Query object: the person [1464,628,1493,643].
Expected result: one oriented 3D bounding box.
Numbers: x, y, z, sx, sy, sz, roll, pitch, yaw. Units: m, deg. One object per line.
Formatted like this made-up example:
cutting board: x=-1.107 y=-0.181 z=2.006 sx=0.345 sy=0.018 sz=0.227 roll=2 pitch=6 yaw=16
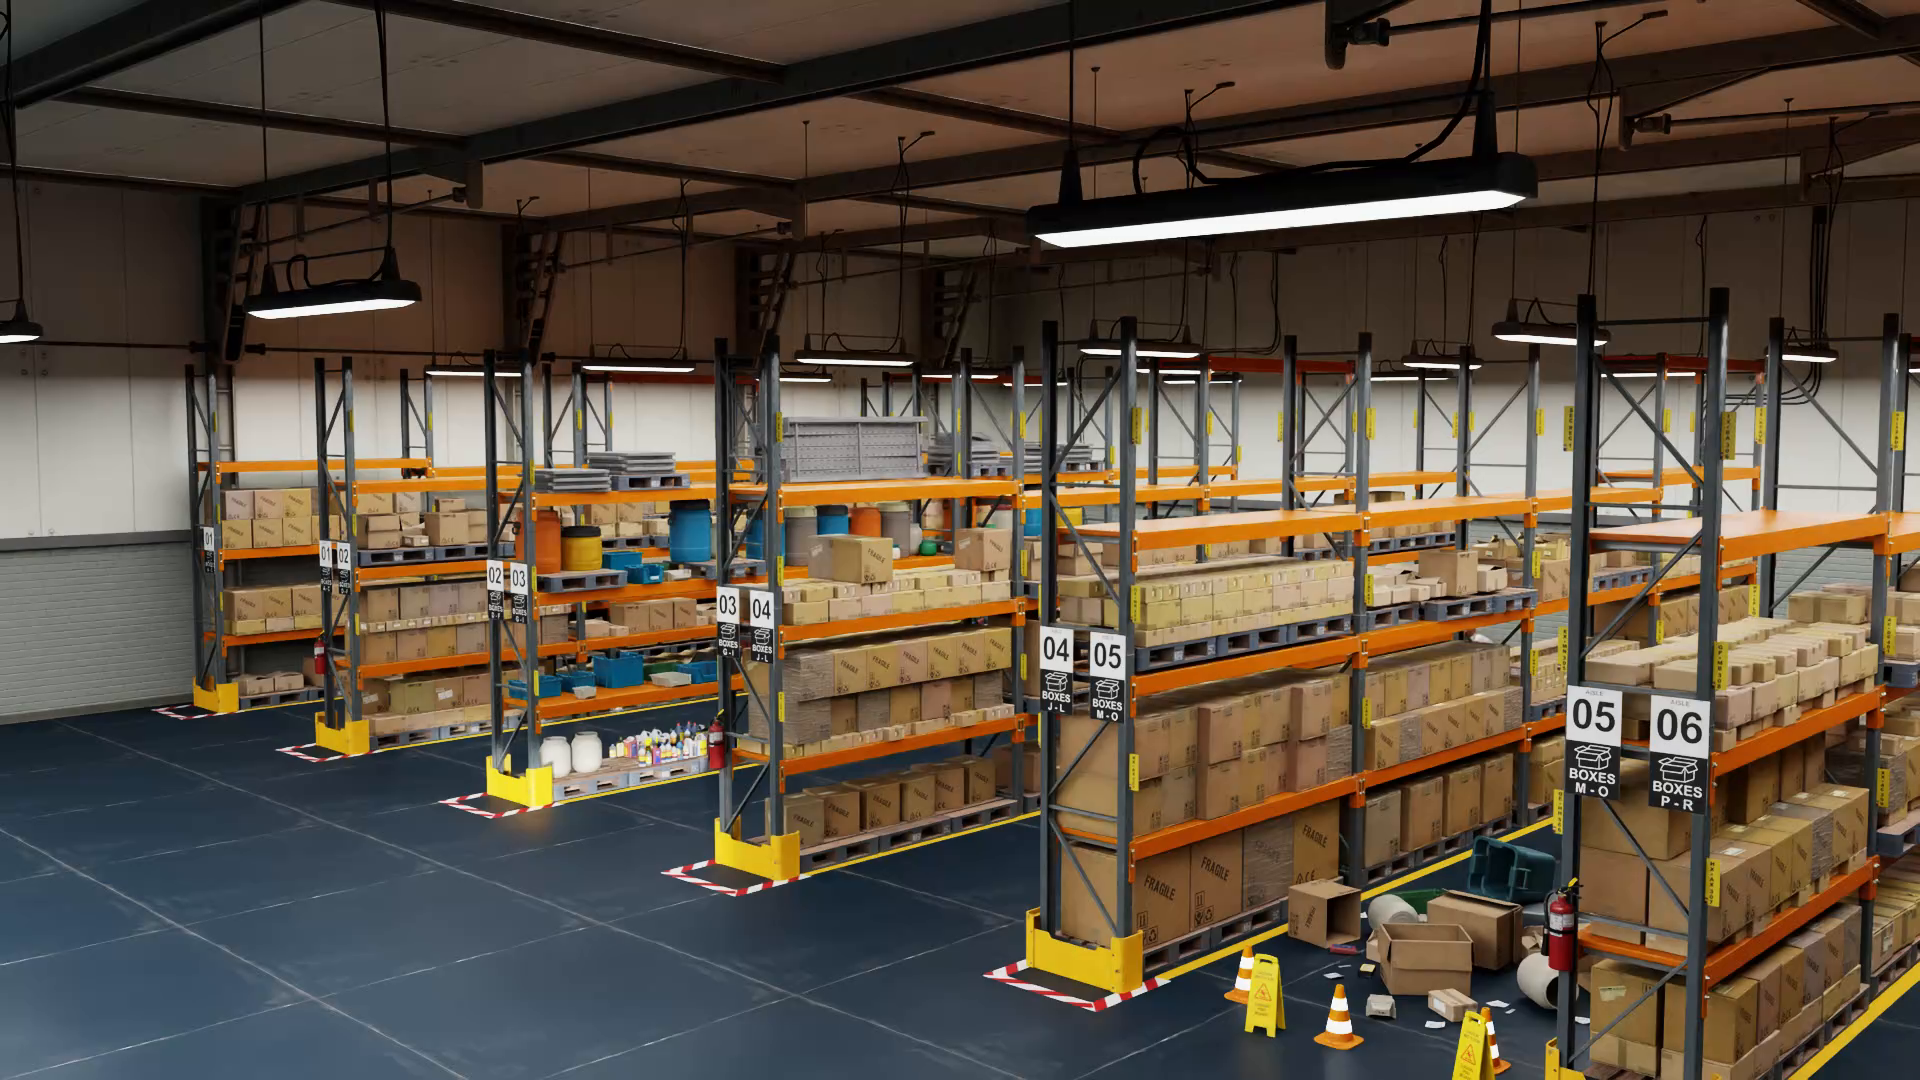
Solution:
person: x=8.788 y=2.165 z=28.193 sx=0.712 sy=1.684 sz=0.705 roll=-3 pitch=6 yaw=-37
